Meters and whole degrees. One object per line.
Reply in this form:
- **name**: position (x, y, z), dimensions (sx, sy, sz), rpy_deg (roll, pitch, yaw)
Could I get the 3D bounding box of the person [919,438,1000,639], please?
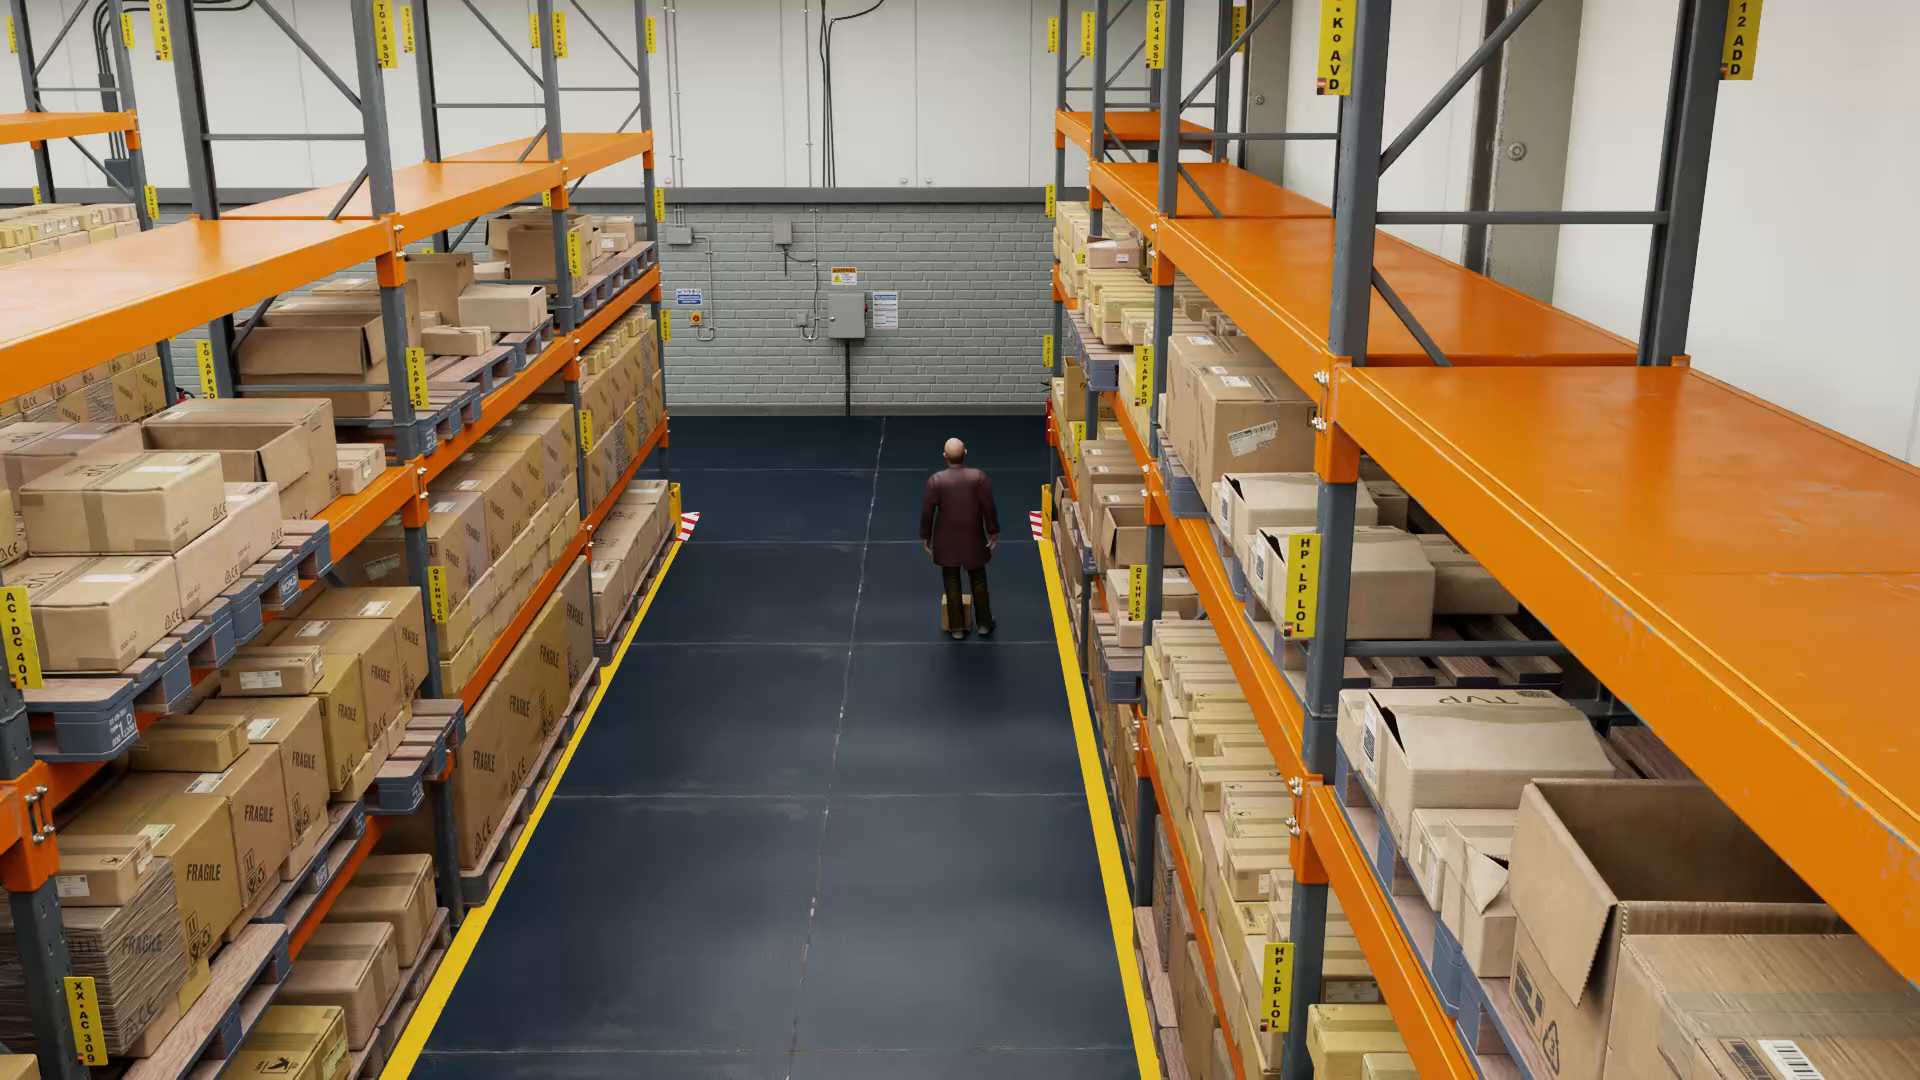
- **person**: position (-0.005, -0.042, 14.286), dimensions (0.695, 1.776, 0.582), rpy_deg (0, 17, 0)
